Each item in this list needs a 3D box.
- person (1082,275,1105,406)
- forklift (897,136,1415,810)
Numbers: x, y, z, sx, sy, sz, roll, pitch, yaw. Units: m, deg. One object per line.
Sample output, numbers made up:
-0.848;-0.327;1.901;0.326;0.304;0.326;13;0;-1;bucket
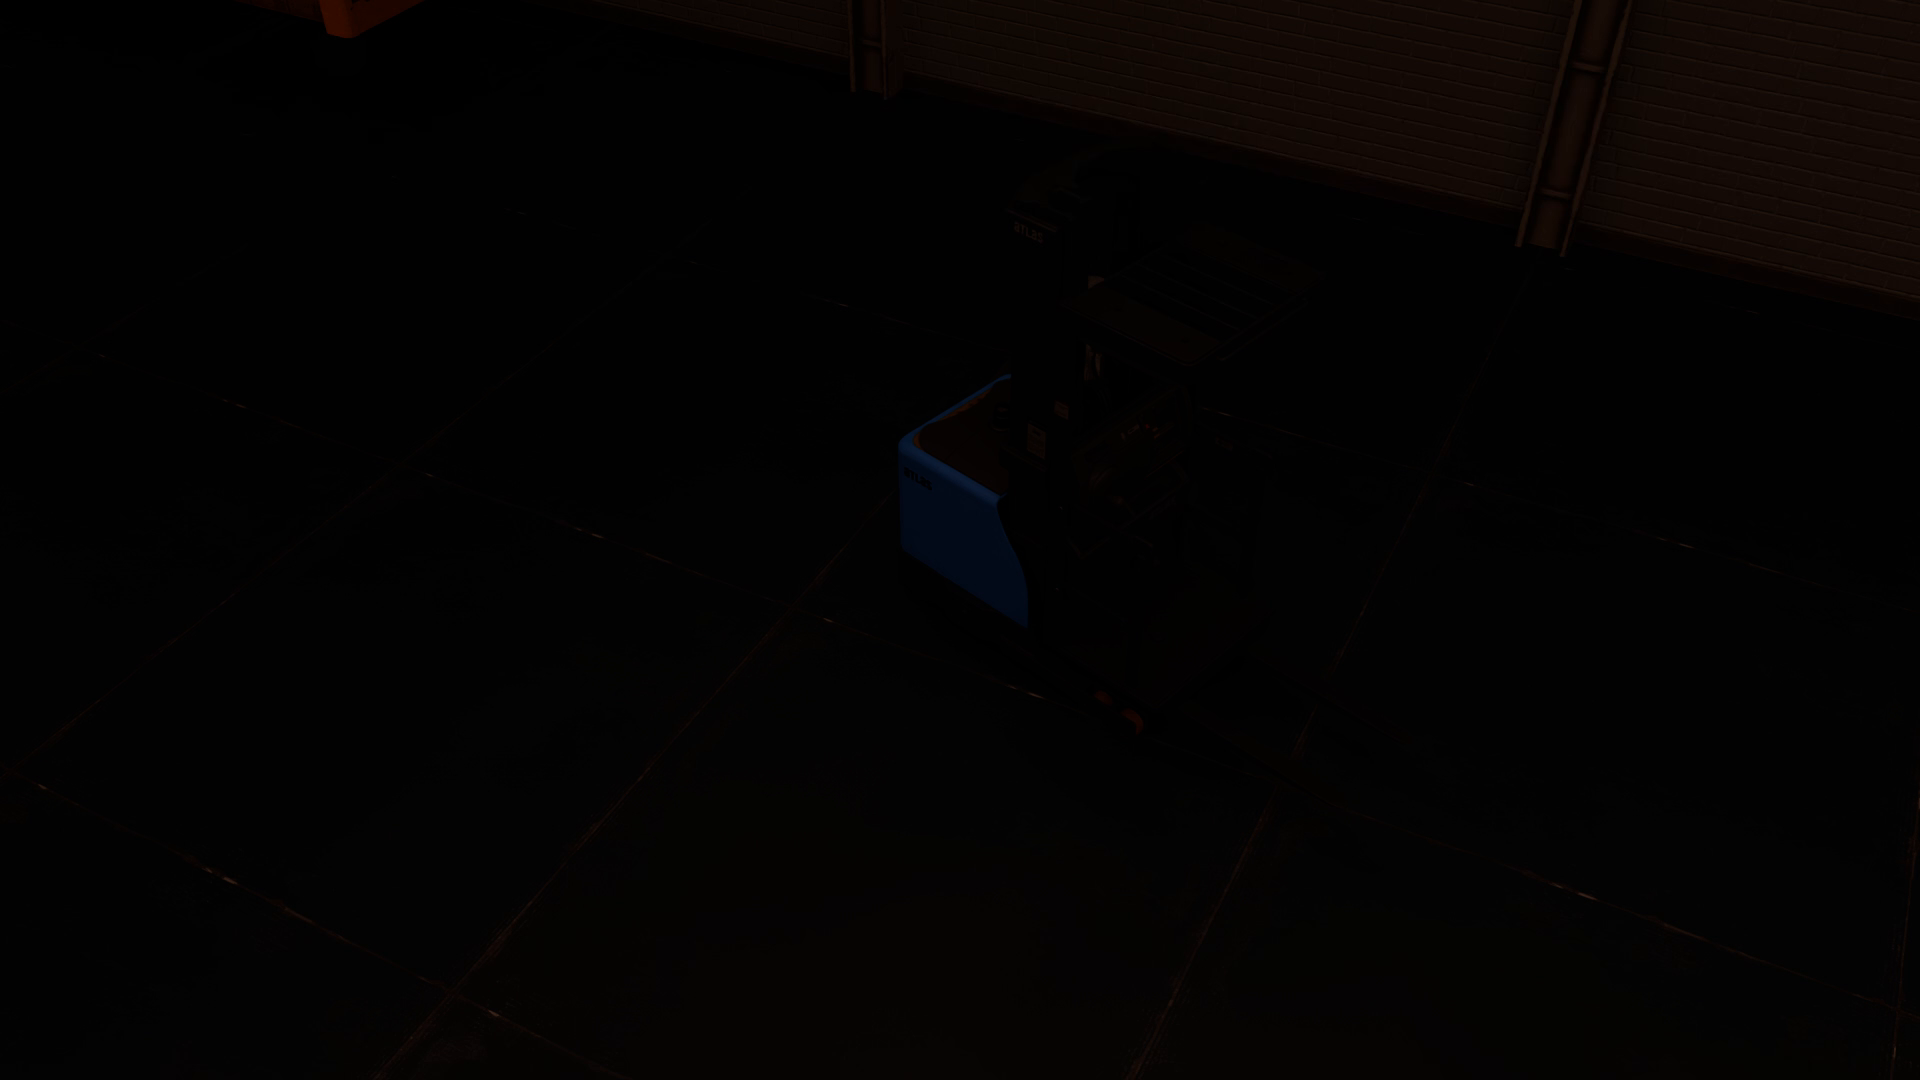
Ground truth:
0.713;-0.843;10.014;0.822;1.631;0.529;27;47;28;person
1.050;-0.429;8.495;3.031;2.935;1.130;31;49;32;forklift
